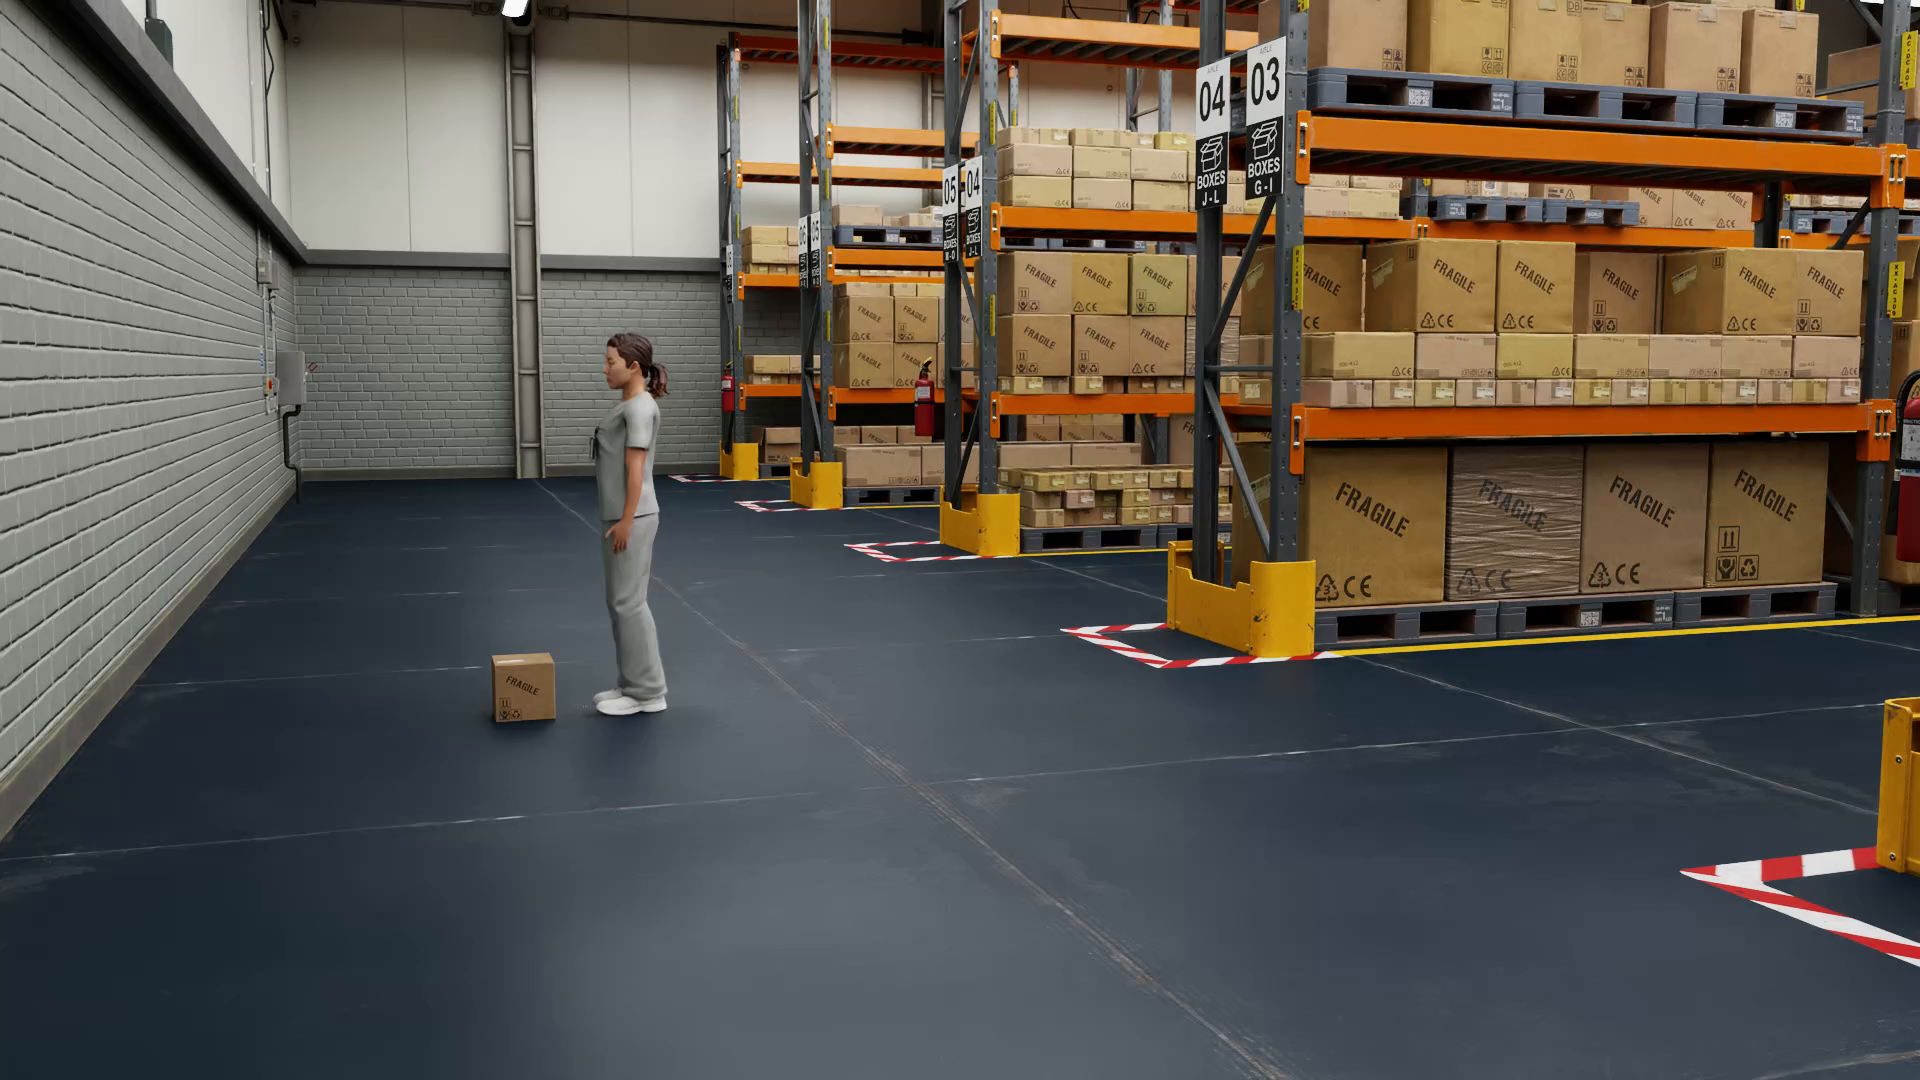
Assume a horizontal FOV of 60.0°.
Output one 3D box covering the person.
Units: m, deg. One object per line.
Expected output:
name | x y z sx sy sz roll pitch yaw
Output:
person | -1.444 -0.075 7.323 0.363 1.676 0.438 -2 6 -17
